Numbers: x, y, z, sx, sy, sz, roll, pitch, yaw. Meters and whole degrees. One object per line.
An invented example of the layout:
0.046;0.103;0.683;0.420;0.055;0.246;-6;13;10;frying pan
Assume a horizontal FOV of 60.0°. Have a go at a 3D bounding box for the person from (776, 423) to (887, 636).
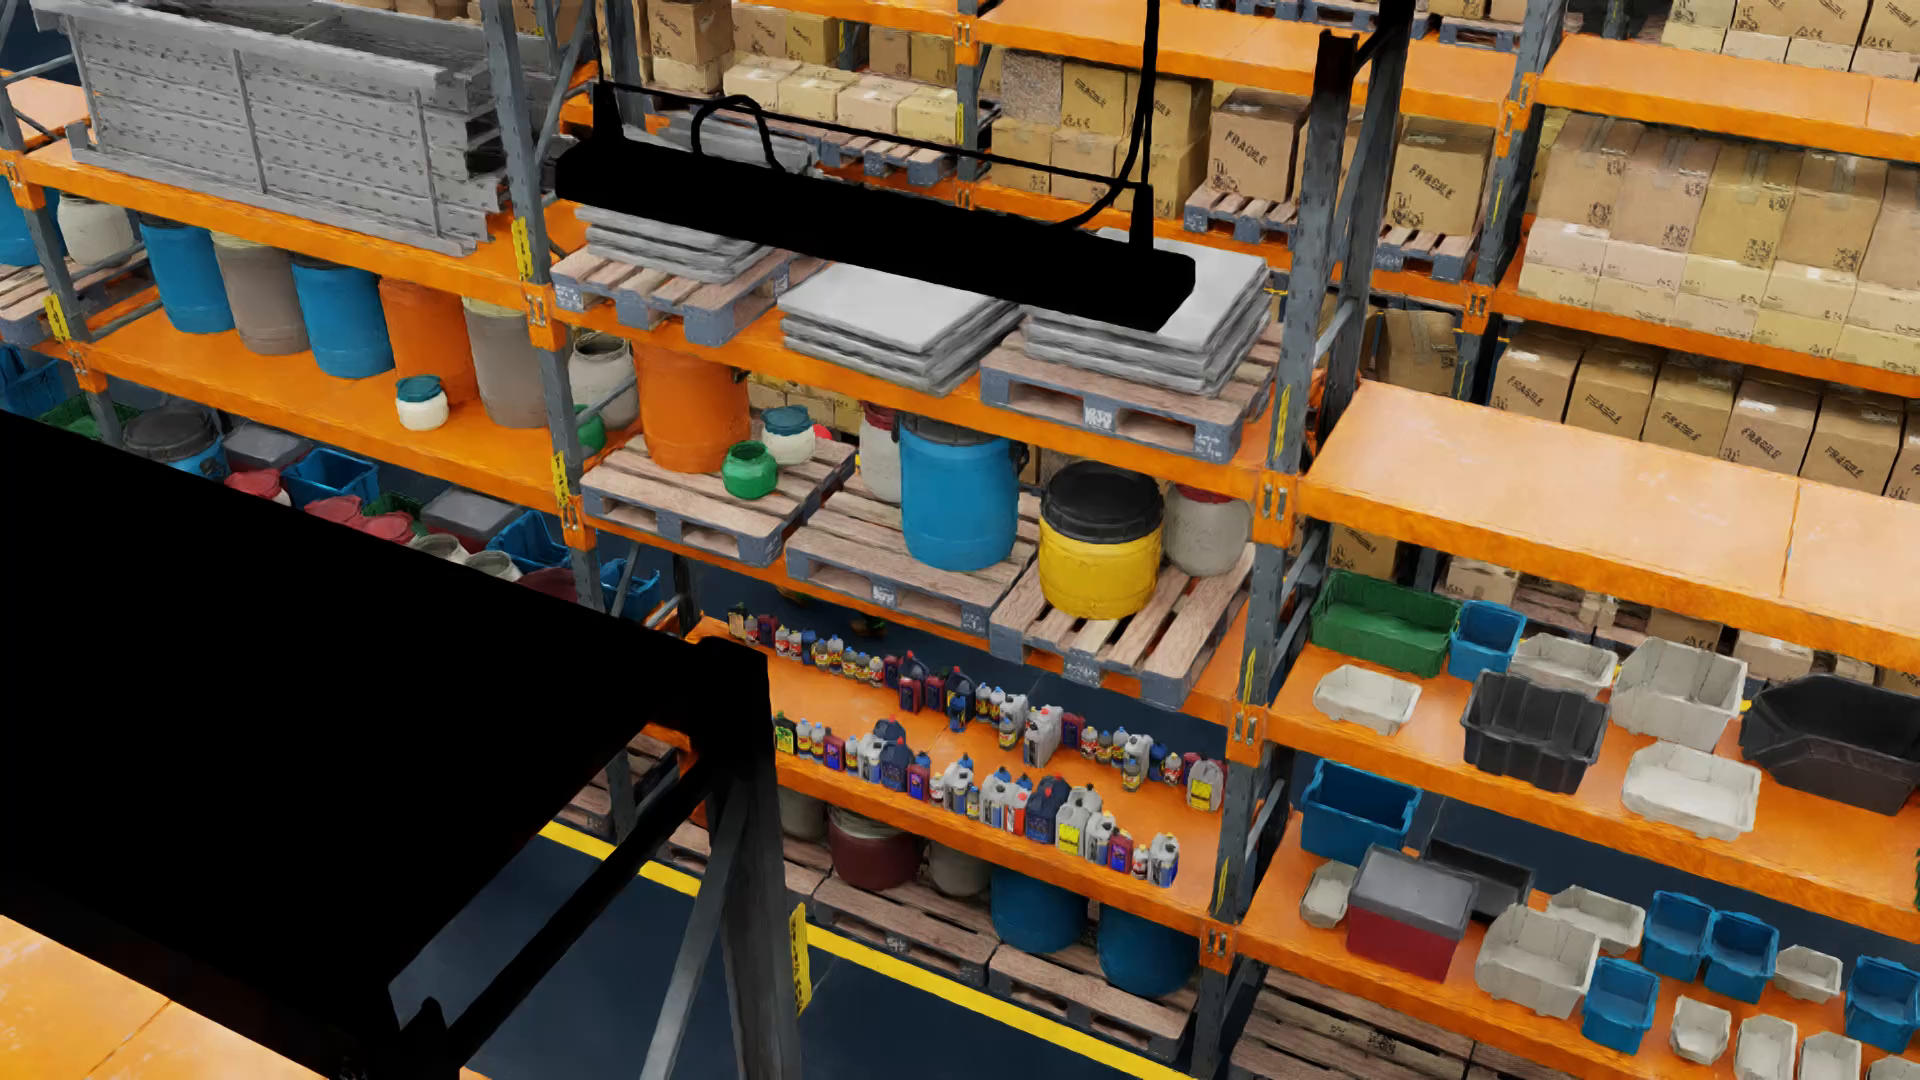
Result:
-1.025;-0.099;12.502;1.044;1.736;0.567;16;38;21;person
